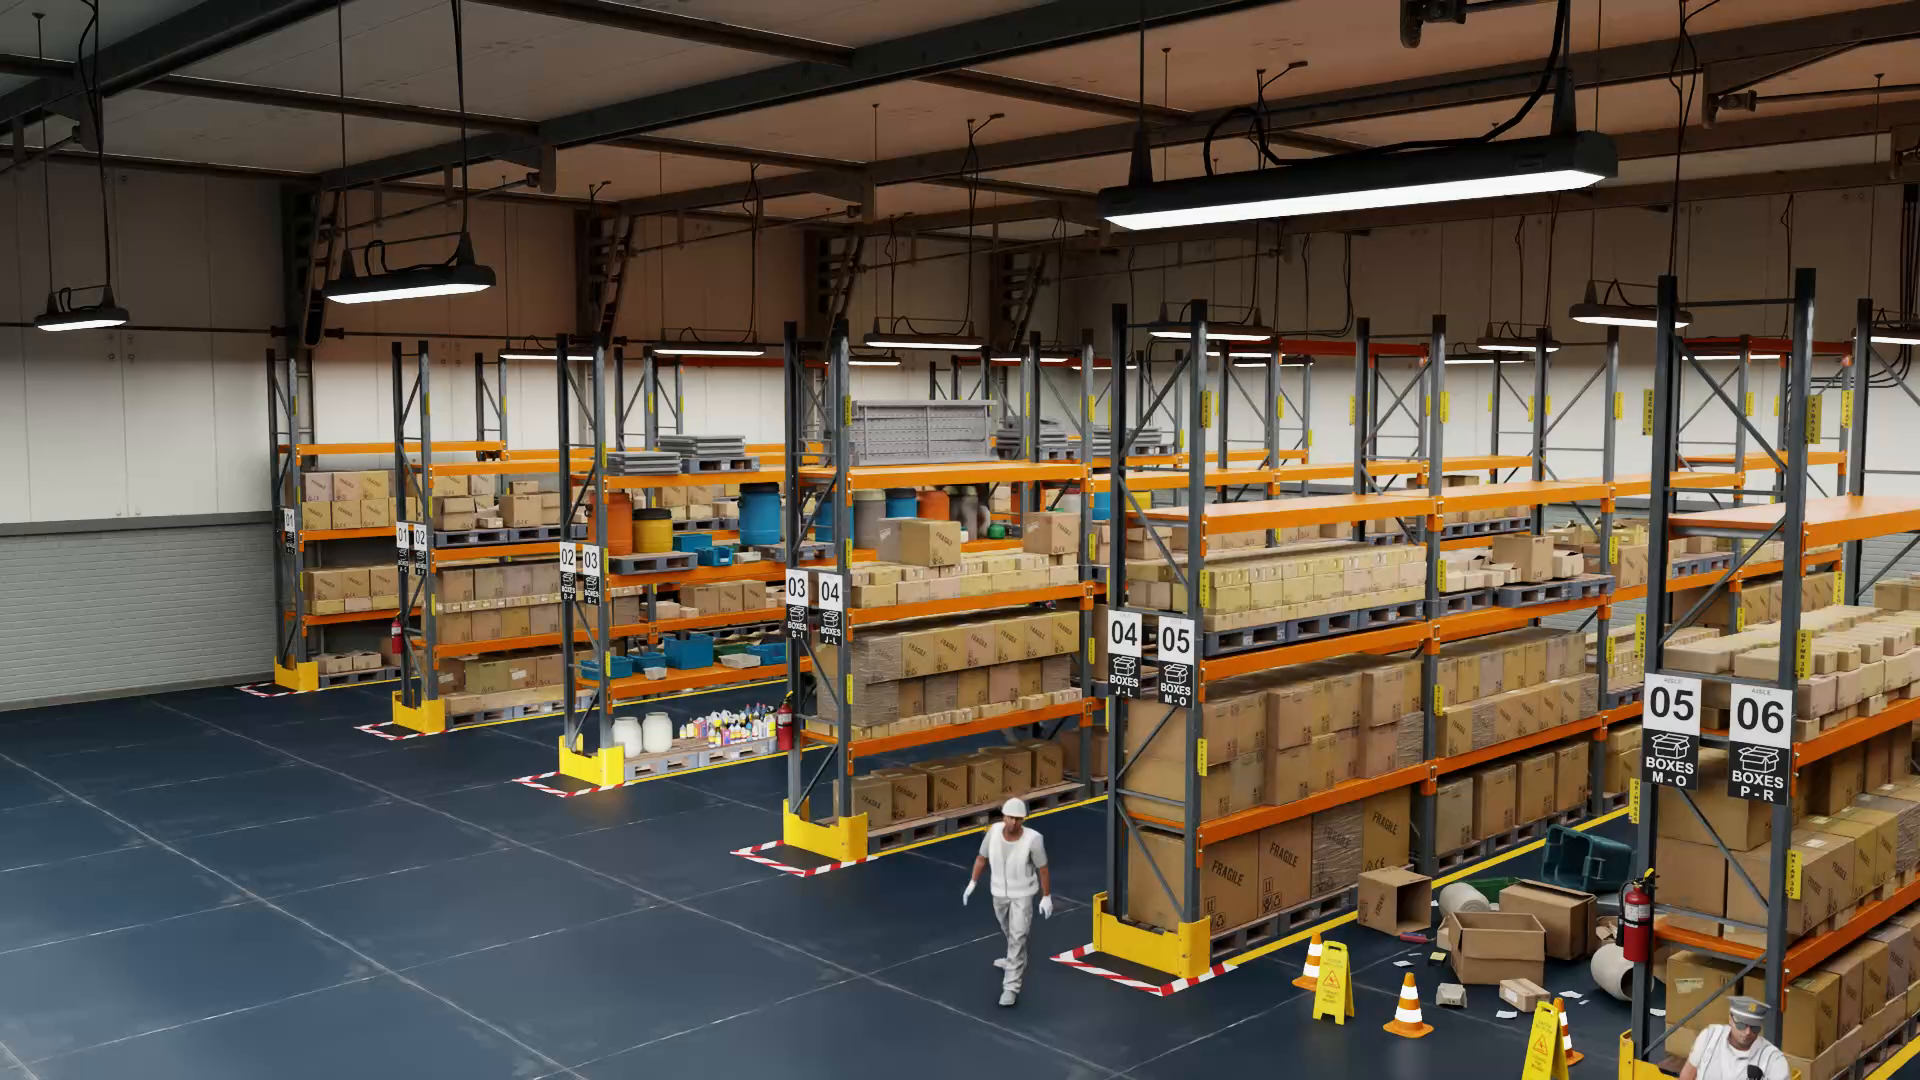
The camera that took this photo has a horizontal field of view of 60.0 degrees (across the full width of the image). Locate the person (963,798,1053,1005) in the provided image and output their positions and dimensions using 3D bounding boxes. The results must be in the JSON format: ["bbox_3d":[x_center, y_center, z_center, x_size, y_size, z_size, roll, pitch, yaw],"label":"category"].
[{"bbox_3d":[0.457,3.054,14.428,0.704,1.720,0.995,3,6,27],"label":"person"}]

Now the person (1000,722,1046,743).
[{"bbox_3d":[0.842,2.341,24.227,0.992,1.490,0.570,-3,6,-31],"label":"person"}]

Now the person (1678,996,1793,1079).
[{"bbox_3d":[4.596,3.457,9.895,0.744,1.701,0.749,4,6,39],"label":"person"}]

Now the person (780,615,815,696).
[{"bbox_3d":[-2.671,1.861,28.212,0.700,1.741,0.923,2,5,24],"label":"person"}]
